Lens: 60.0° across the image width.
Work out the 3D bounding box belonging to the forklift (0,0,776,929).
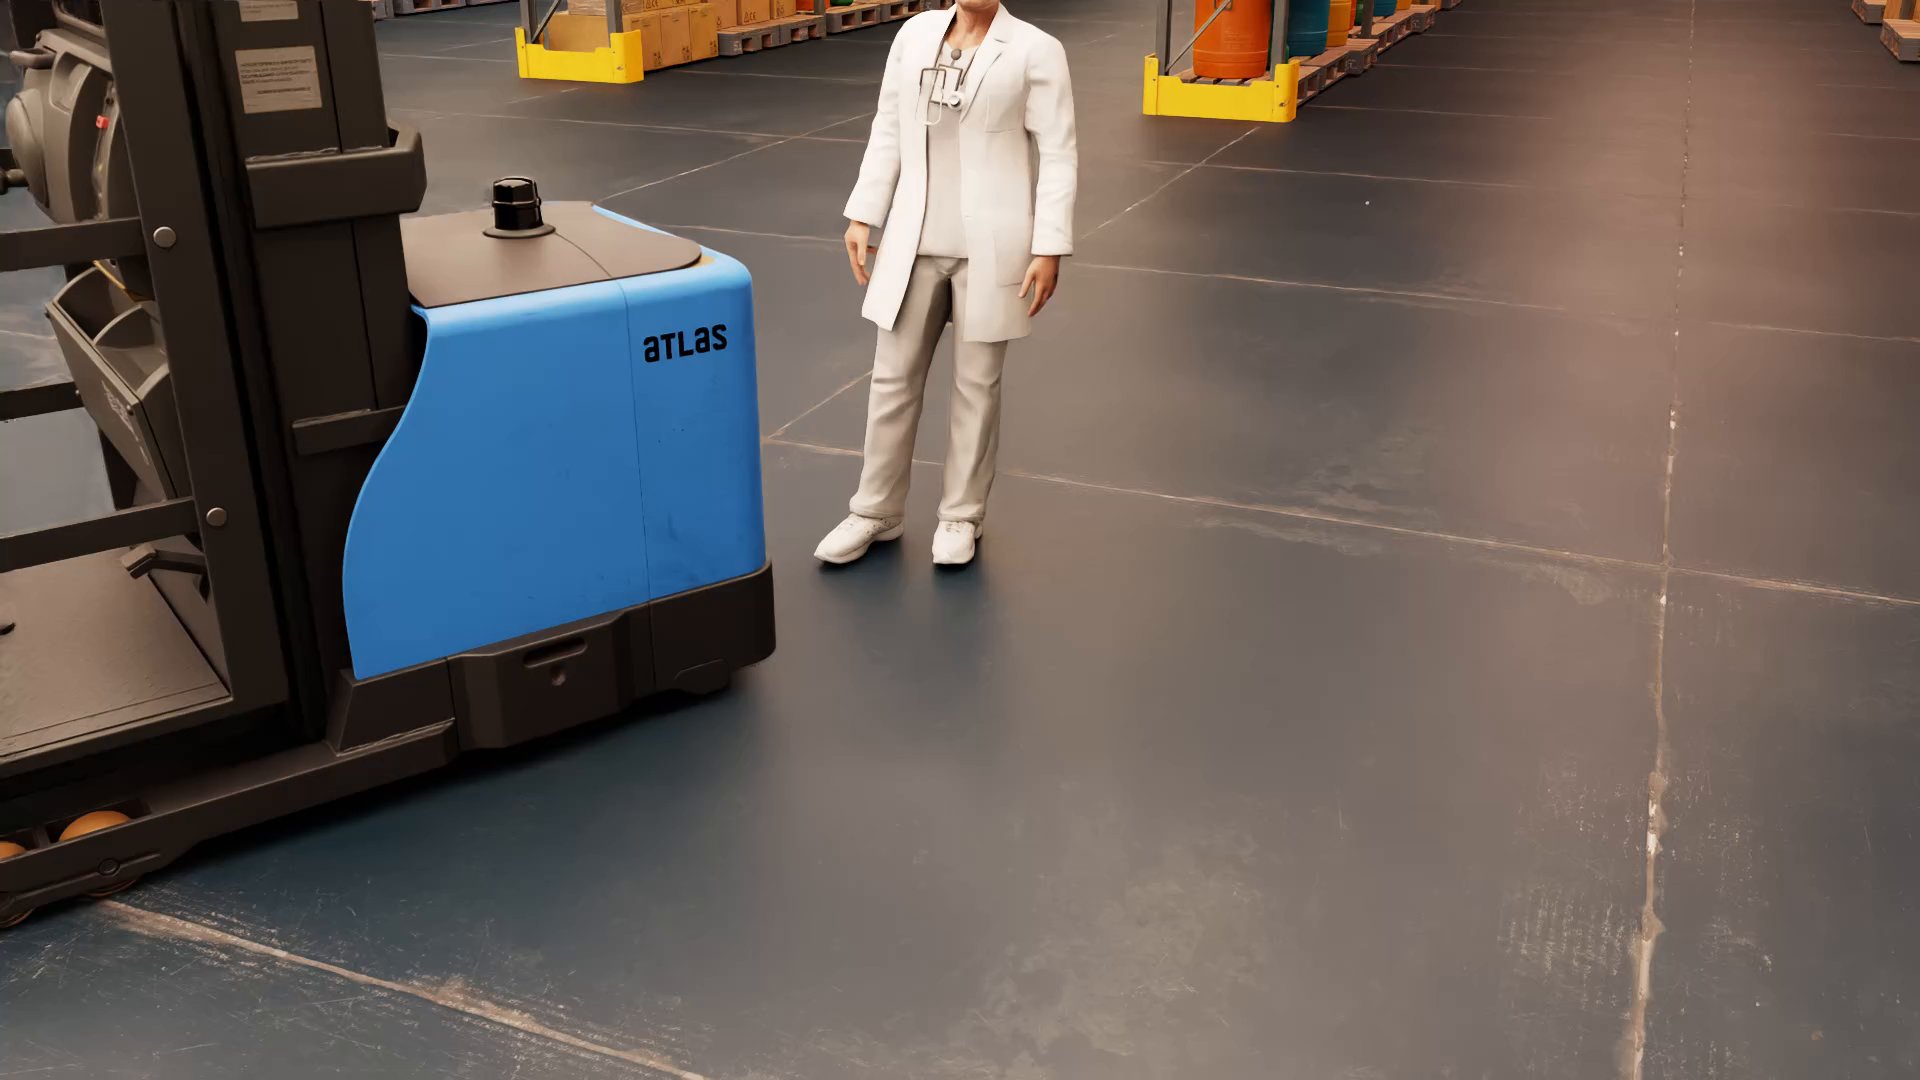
[{"bbox_3d":[-1.960,-0.819,3.252,3.031,2.935,1.130,-16,27,-33],"label":"forklift"}]

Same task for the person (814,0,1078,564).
[{"bbox_3d":[-0.038,-0.795,4.671,0.698,1.777,0.578,9,24,21],"label":"person"}]
